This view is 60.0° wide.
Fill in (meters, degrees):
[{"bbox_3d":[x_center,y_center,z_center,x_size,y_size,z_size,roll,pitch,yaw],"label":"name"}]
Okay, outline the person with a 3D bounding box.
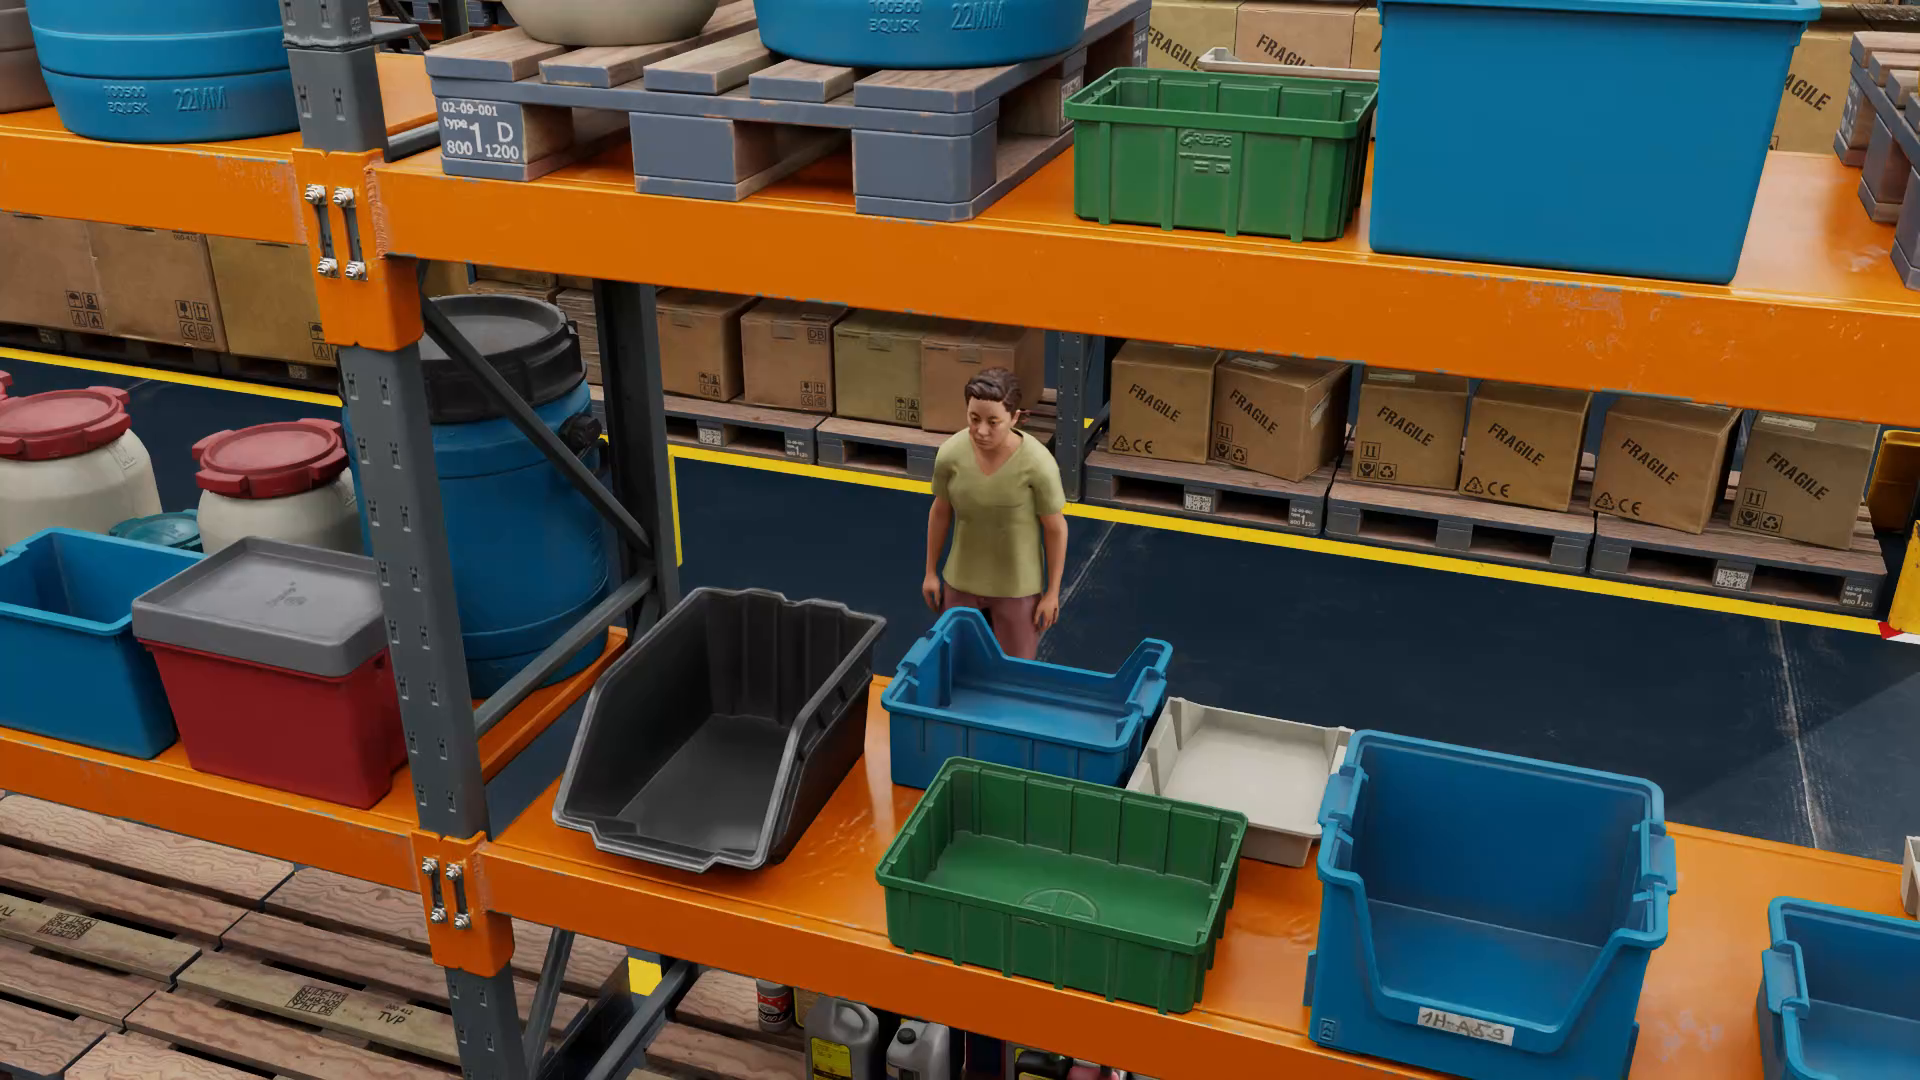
[{"bbox_3d":[0.100,0.191,5.719,0.499,1.673,0.405,9,27,18],"label":"person"}]
